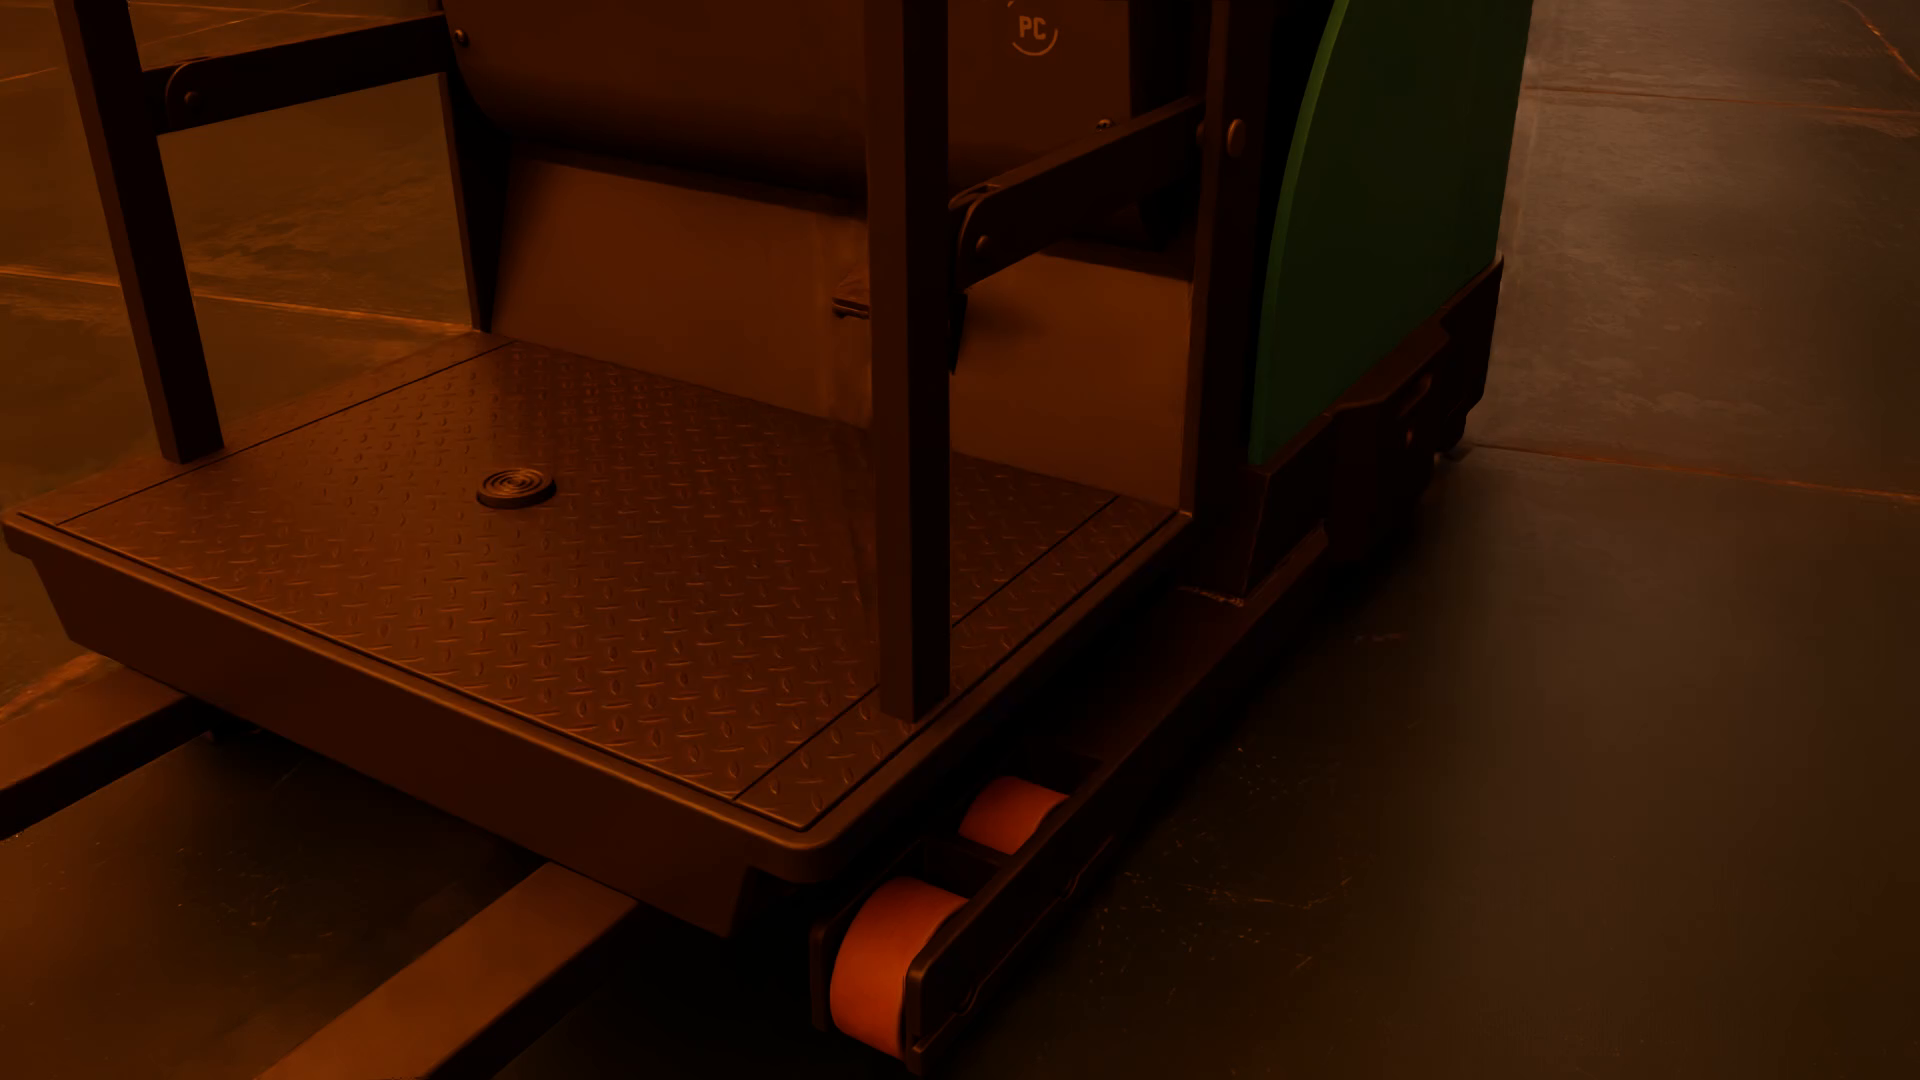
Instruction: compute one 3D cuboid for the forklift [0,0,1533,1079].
[{"bbox_3d":[-0.316,-1.065,1.362,1.130,2.935,3.031,16,31,28],"label":"forklift"}]
